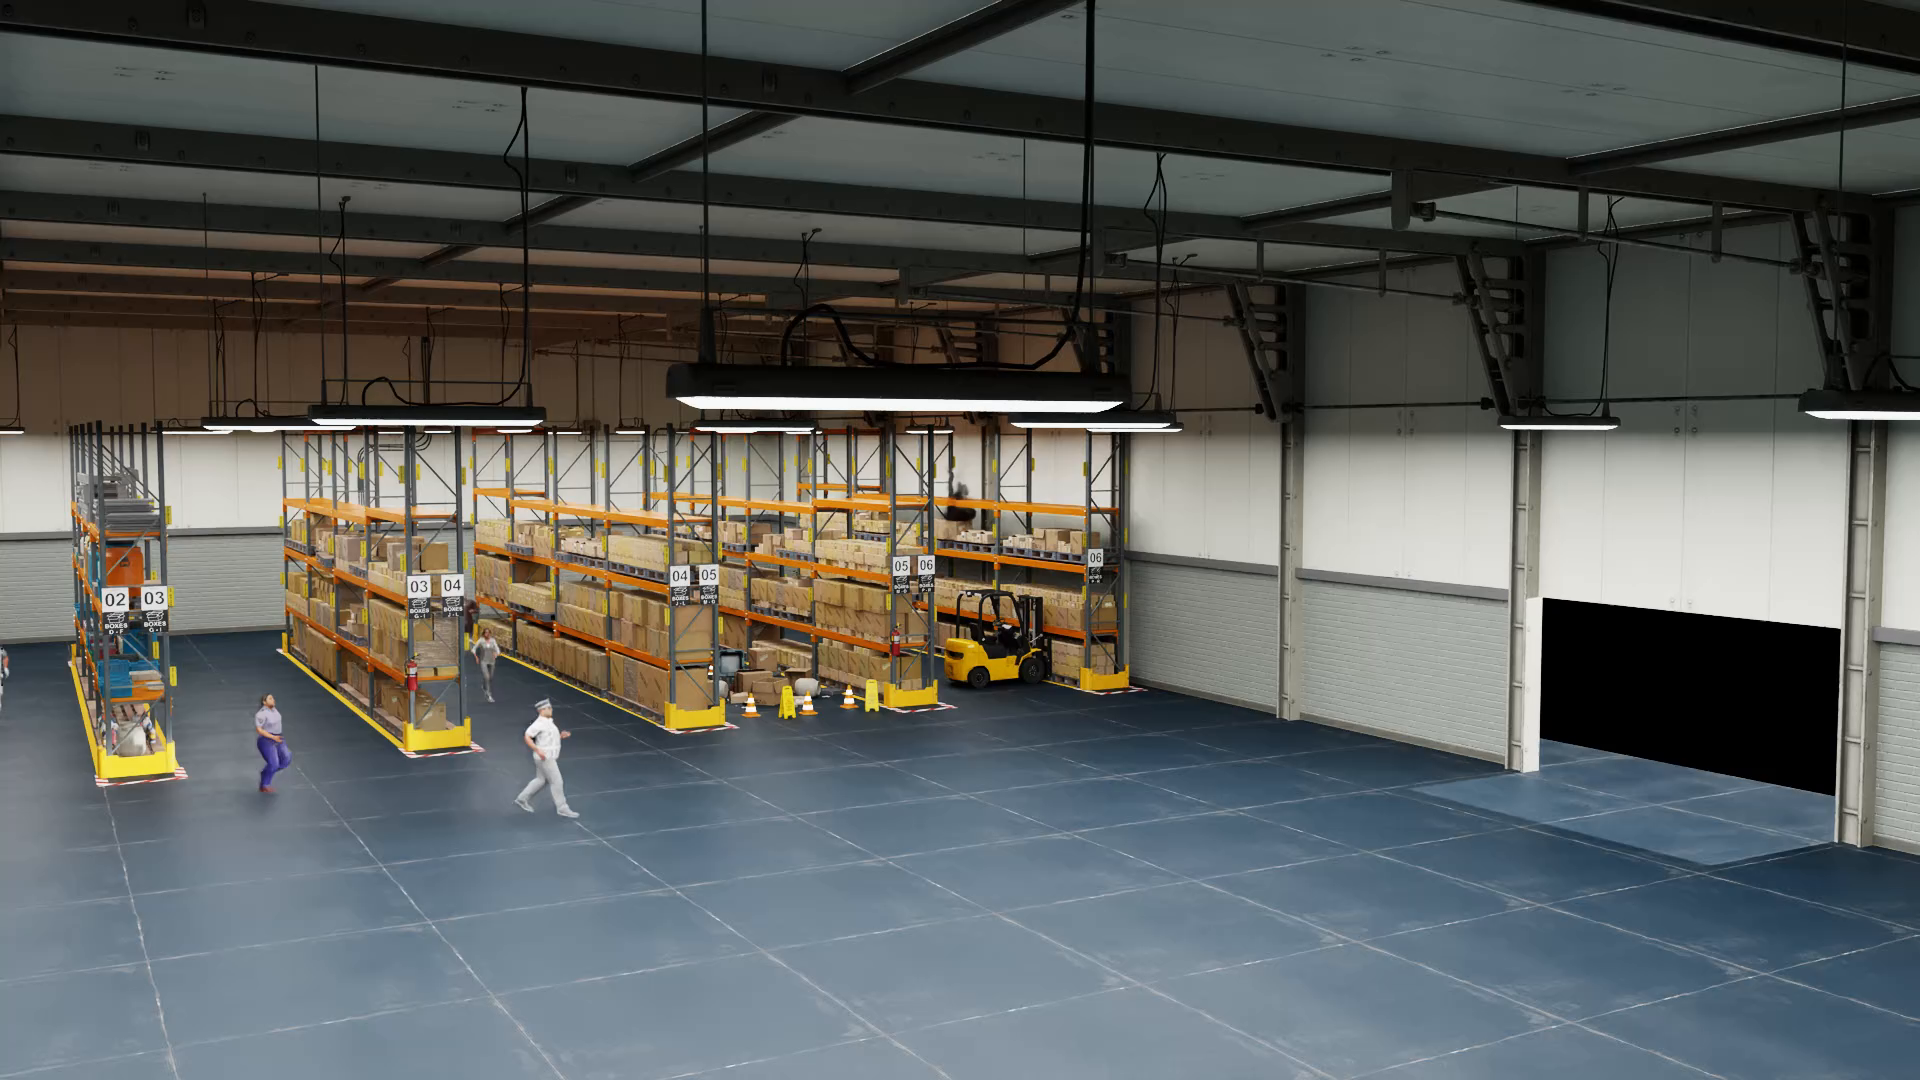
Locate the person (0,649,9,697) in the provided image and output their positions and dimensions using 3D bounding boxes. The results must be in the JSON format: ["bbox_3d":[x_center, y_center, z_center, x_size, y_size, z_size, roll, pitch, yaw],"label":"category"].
[{"bbox_3d":[-19.189,2.765,32.890,0.669,1.798,0.943,-2,4,-34],"label":"person"}]

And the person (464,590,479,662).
[{"bbox_3d":[-12.745,2.202,42.808,0.668,1.853,0.864,-2,4,-27],"label":"person"}]

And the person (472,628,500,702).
[{"bbox_3d":[-10.286,2.737,36.117,0.559,1.490,0.855,-2,4,-33],"label":"person"}]

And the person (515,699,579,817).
[{"bbox_3d":[-6.211,3.268,24.981,0.953,1.785,0.658,0,4,-7],"label":"person"}]

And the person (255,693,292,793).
[{"bbox_3d":[-11.096,3.267,26.841,0.489,1.610,0.588,0,4,6],"label":"person"}]
